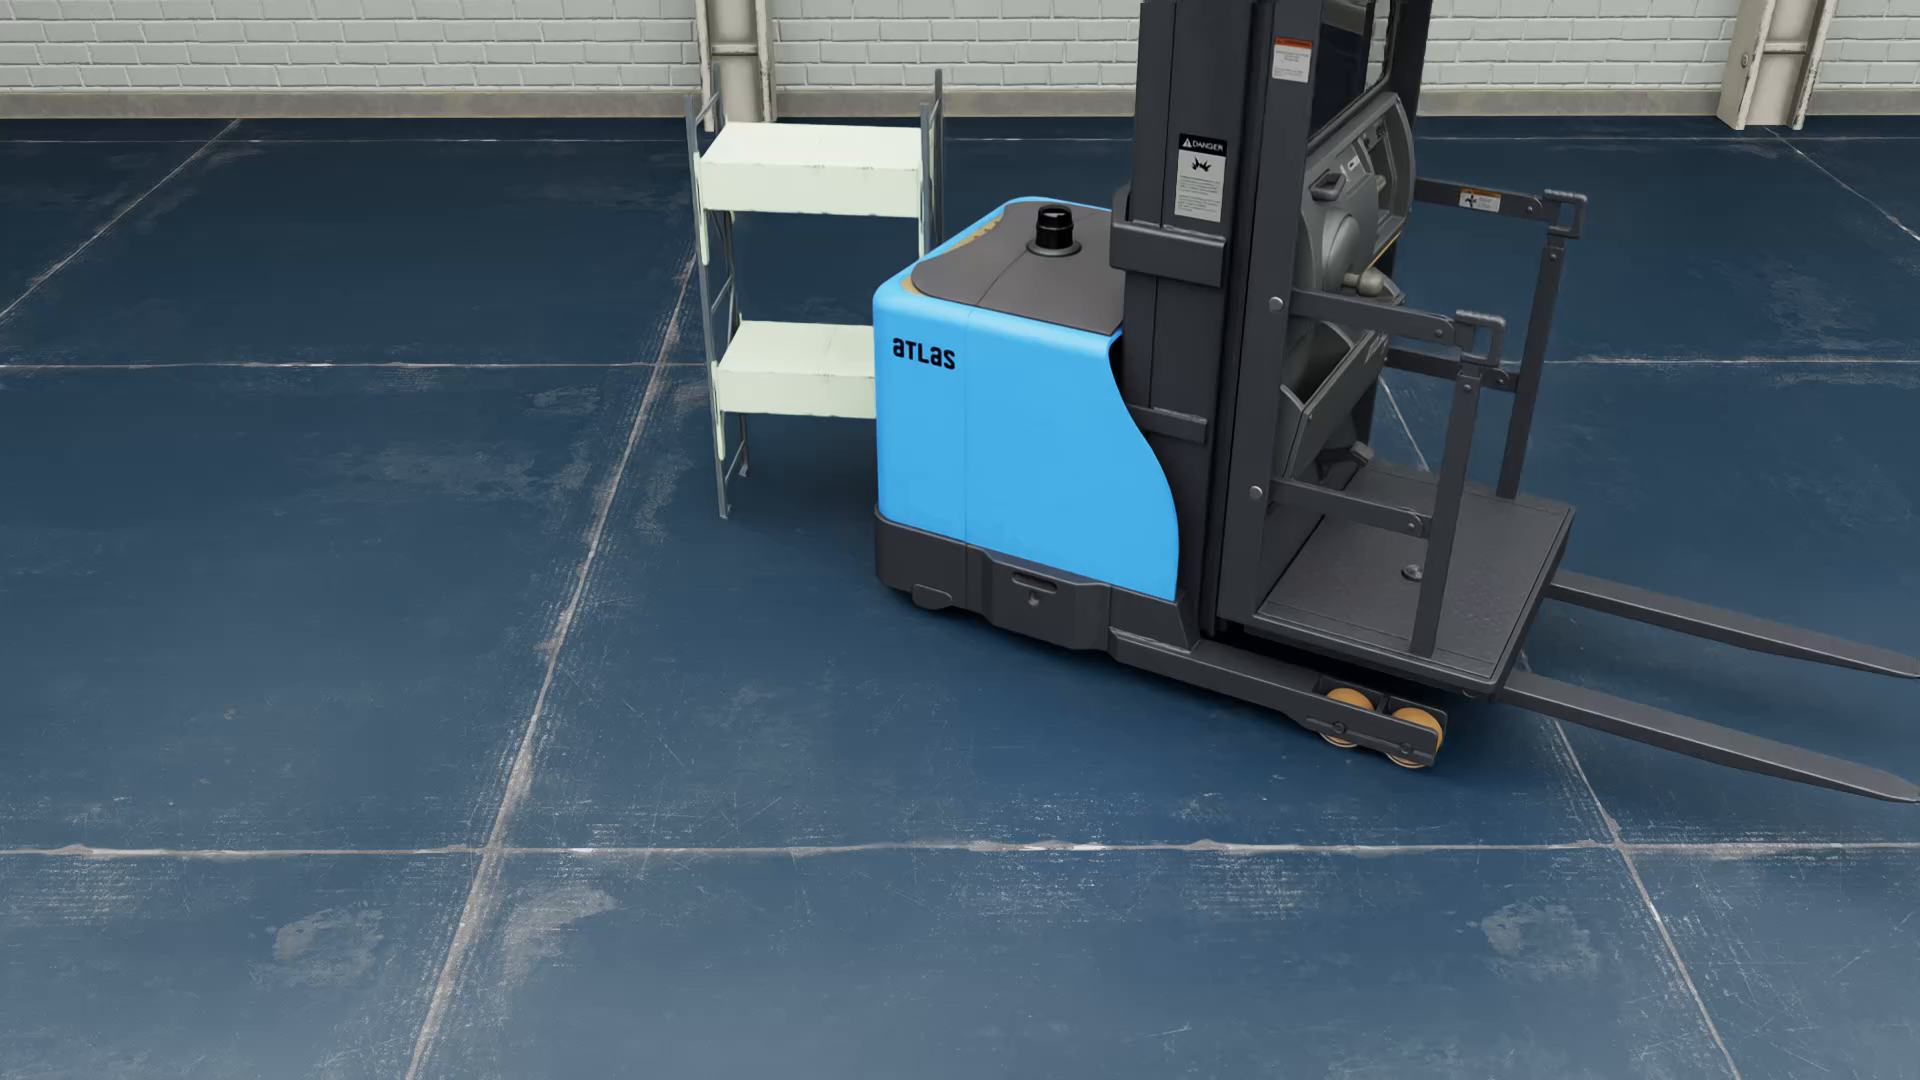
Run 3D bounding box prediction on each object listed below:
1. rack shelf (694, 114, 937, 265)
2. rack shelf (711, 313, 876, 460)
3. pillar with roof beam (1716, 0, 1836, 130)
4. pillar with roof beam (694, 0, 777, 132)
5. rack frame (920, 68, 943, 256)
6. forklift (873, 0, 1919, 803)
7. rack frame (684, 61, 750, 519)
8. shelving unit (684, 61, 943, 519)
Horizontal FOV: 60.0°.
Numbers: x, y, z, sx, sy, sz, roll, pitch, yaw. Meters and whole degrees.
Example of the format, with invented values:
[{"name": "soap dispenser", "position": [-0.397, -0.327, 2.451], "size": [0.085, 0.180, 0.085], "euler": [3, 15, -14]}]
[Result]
[{"name": "rack shelf", "position": [-0.452, -1.134, 5.421], "size": [0.720, 0.370, 0.431], "euler": [3, 31, 5]}, {"name": "rack shelf", "position": [-0.452, -0.522, 5.792], "size": [0.720, 0.370, 0.431], "euler": [3, 31, 5]}, {"name": "pillar with roof beam", "position": [4.739, -4.087, 3.811], "size": [0.400, 9.000, 9.100], "euler": [0, 31, 0]}, {"name": "pillar with roof beam", "position": [-1.261, -4.069, 3.781], "size": [0.400, 9.000, 9.100], "euler": [0, 31, 0]}, {"name": "rack frame", "position": [-0.088, -0.781, 5.591], "size": [0.023, 1.500, 0.400], "euler": [3, 31, 5]}, {"name": "forklift", "position": [1.266, -0.926, 4.451], "size": [3.031, 2.935, 1.130], "euler": [16, 35, 24]}, {"name": "rack frame", "position": [-0.816, -0.820, 5.656], "size": [0.023, 1.500, 0.400], "euler": [3, 31, 5]}, {"name": "shelving unit", "position": [-0.452, -0.800, 5.623], "size": [0.755, 1.500, 0.431], "euler": [3, 31, 5]}]
